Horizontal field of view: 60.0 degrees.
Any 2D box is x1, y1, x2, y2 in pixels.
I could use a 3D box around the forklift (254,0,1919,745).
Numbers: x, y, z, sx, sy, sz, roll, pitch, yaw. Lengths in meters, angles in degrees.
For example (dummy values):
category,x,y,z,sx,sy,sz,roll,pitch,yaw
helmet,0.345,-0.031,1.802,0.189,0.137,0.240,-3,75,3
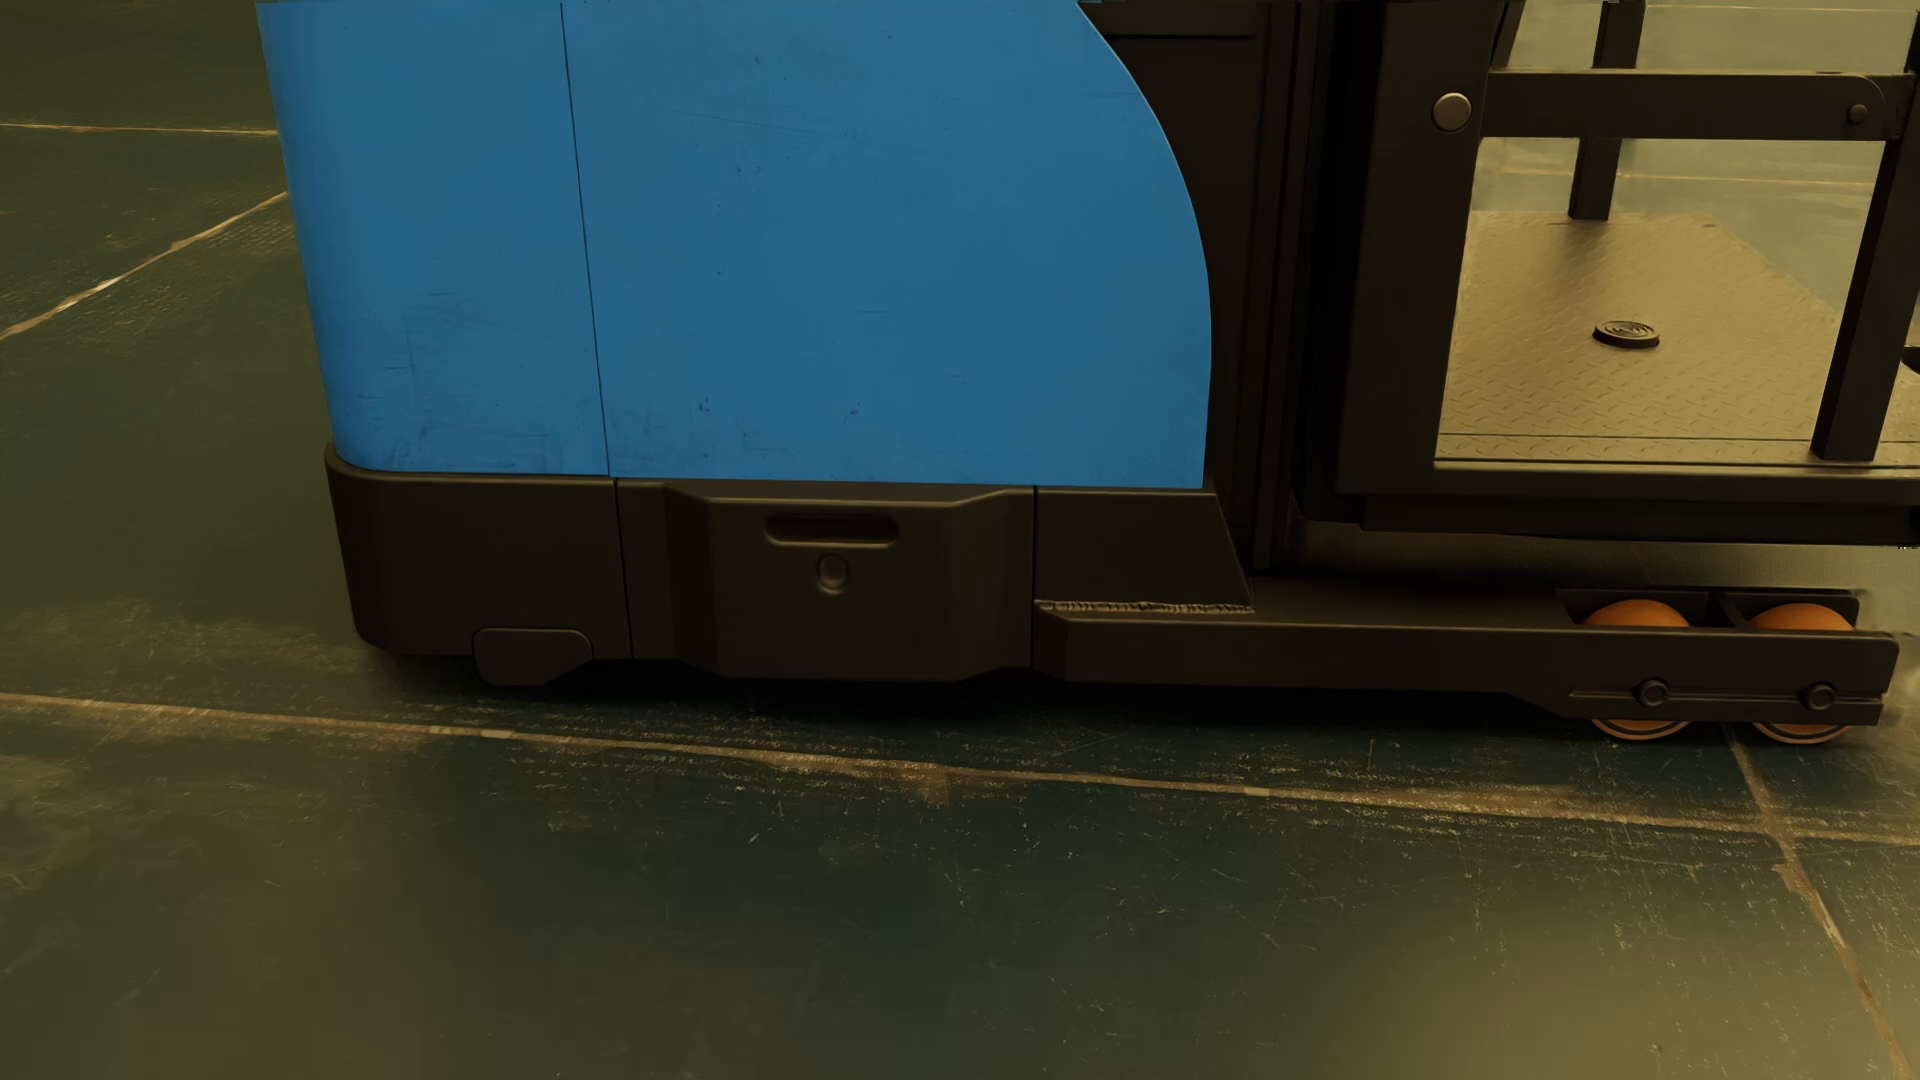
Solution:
category,x,y,z,sx,sy,sz,roll,pitch,yaw
forklift,0.757,-1.310,1.842,3.031,2.935,1.130,1,27,2
